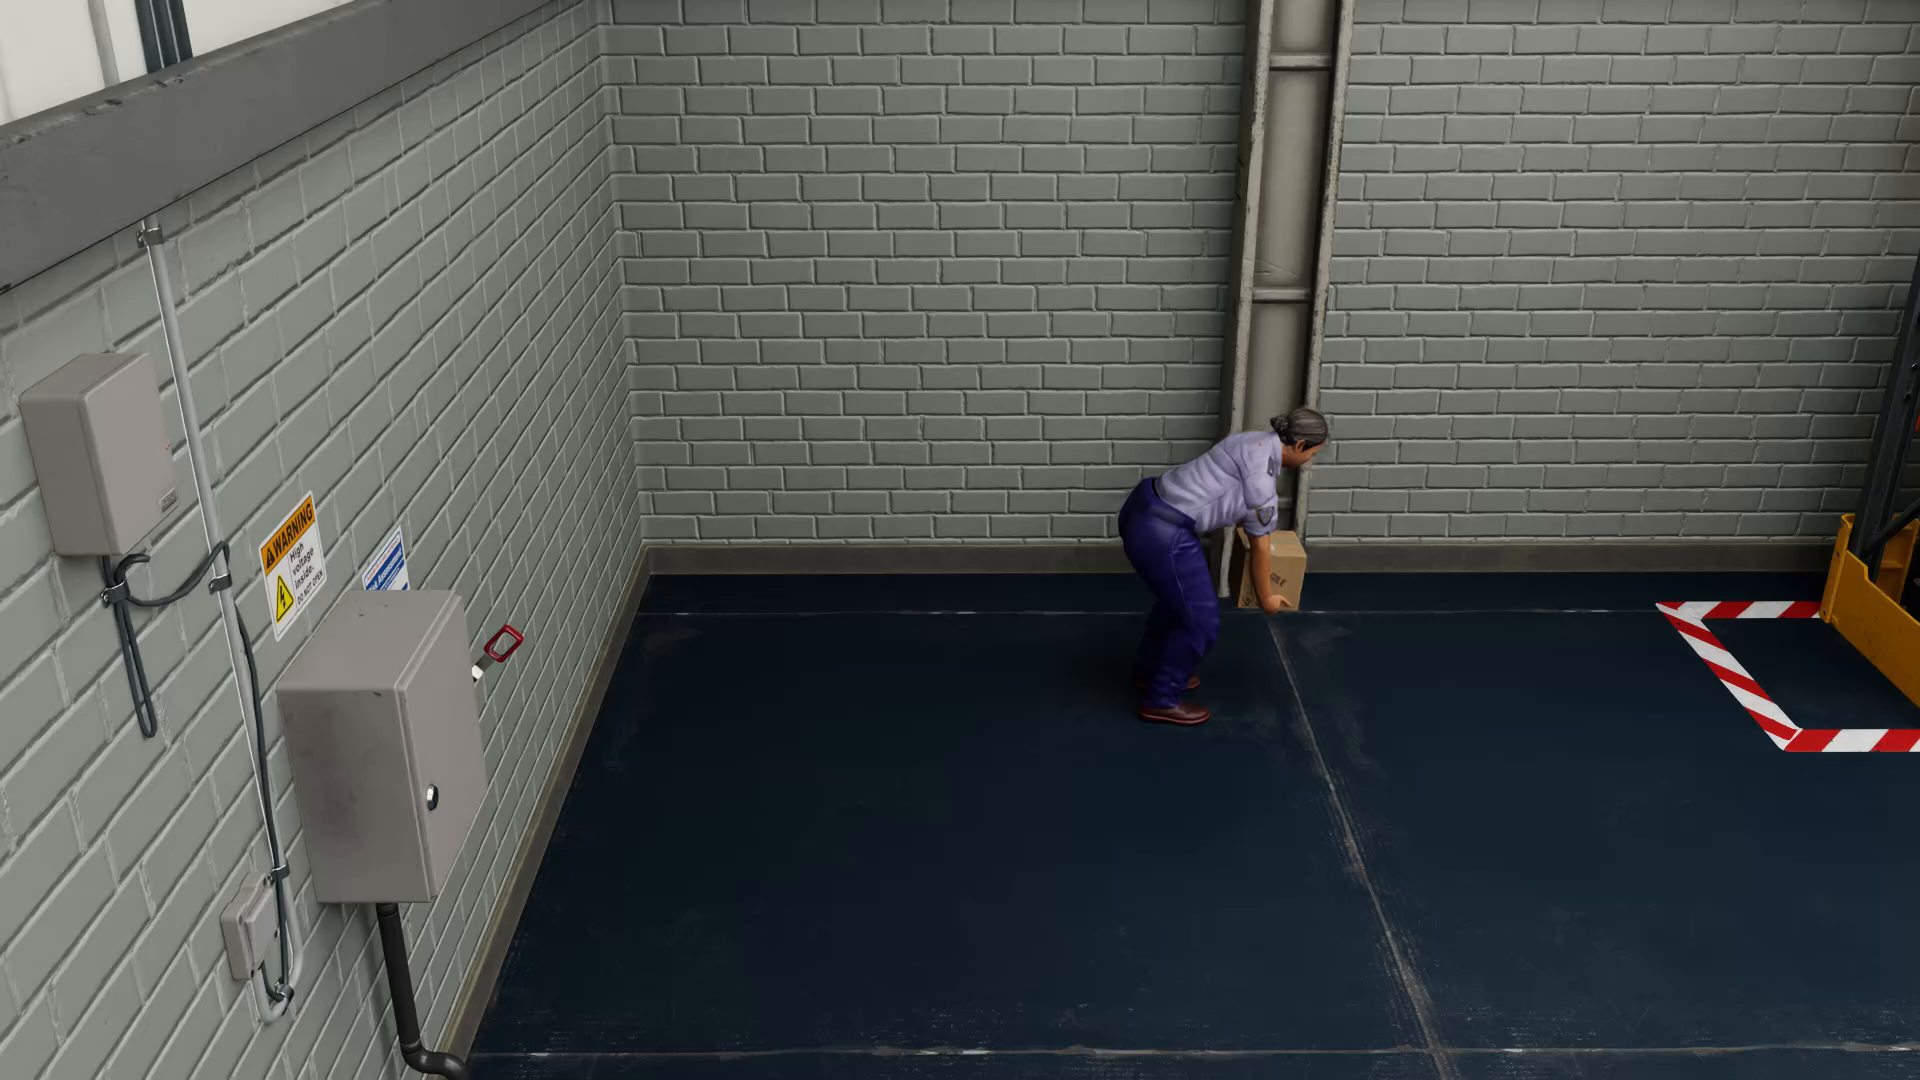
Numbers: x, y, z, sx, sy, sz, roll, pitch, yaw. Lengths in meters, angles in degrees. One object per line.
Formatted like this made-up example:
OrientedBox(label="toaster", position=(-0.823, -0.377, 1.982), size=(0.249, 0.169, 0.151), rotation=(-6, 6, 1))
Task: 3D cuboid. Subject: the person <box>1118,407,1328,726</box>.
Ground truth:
OrientedBox(label="person", position=(1.079, 0.100, 6.827), size=(0.770, 1.305, 0.456), rotation=(-1, 24, -2))
